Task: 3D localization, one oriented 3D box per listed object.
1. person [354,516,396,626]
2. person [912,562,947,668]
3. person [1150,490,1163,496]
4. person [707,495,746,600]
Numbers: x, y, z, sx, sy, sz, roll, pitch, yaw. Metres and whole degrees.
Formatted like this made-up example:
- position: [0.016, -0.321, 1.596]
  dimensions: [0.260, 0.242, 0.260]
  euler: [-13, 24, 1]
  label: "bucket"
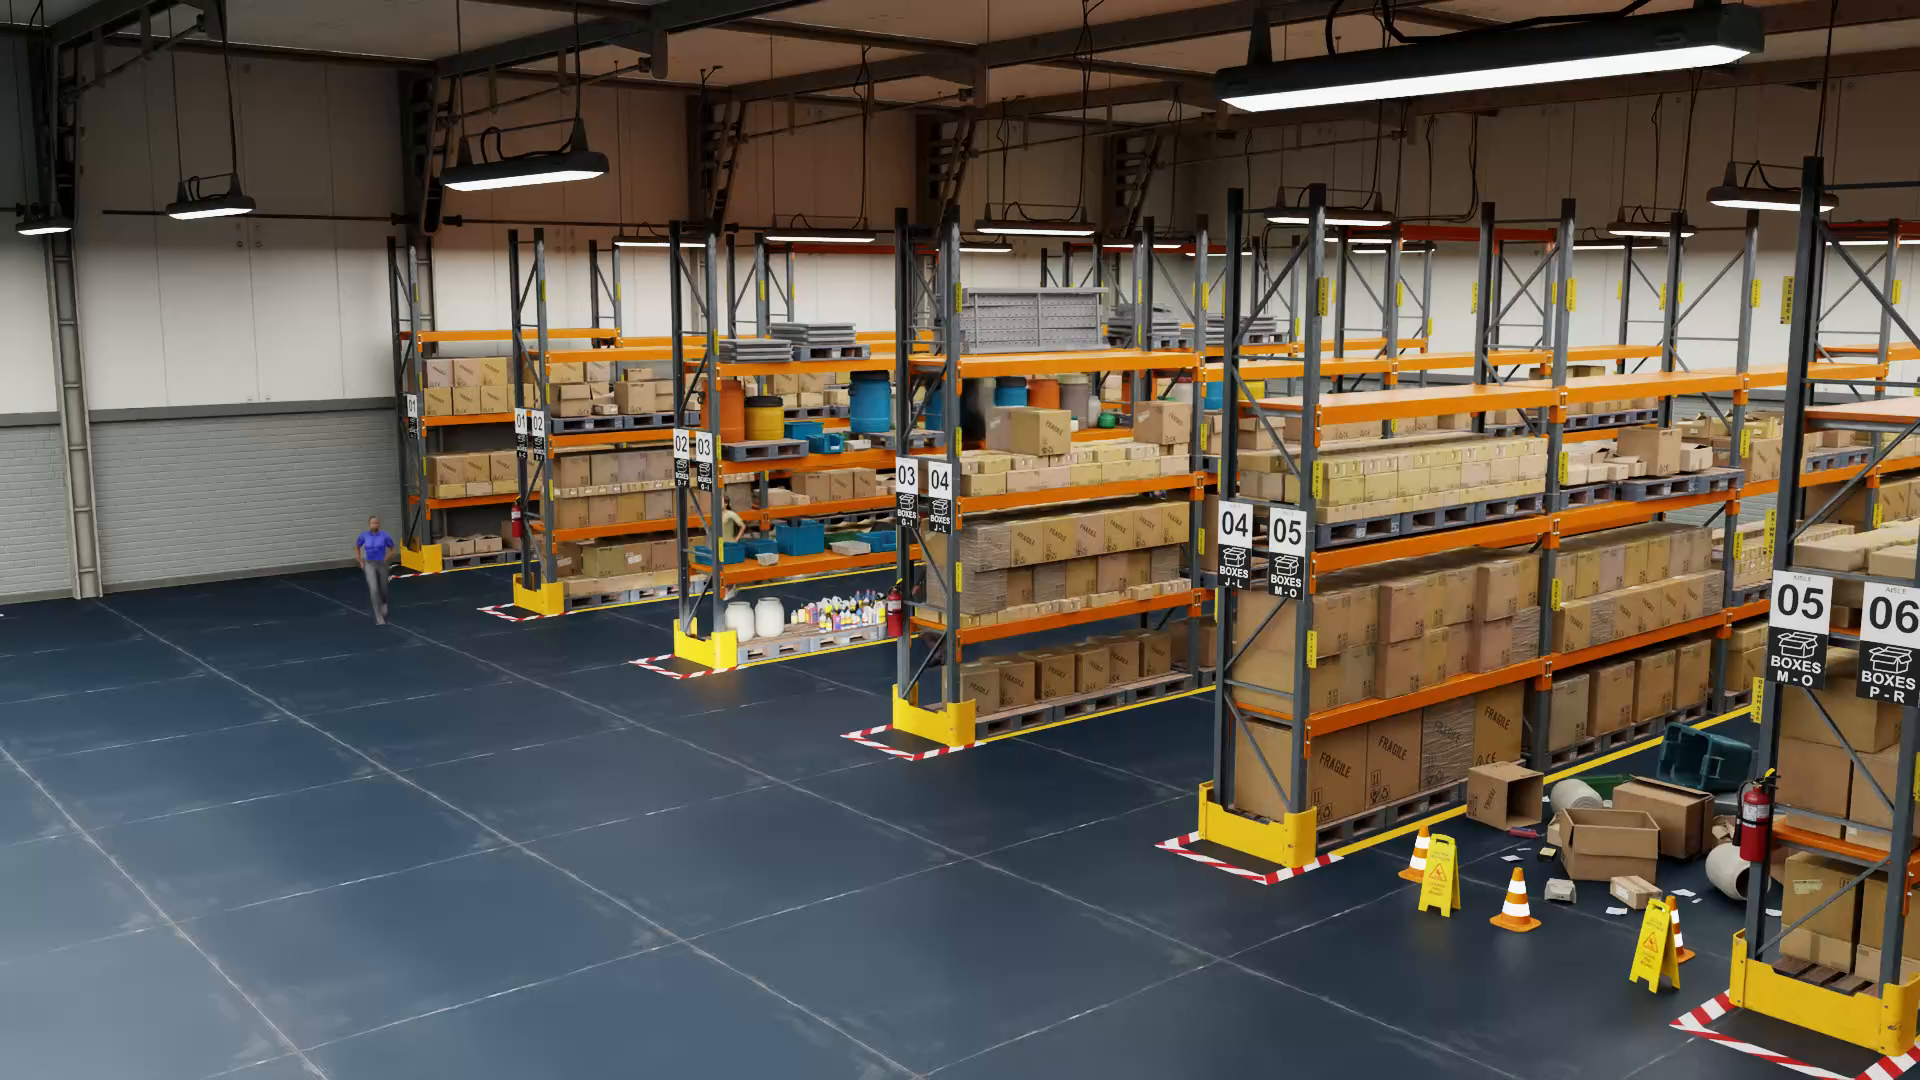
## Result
- position: [-8.976, 0.441, 25.582]
  dimensions: [0.598, 1.653, 0.857]
  euler: [-4, 9, -22]
  label: "person"
- position: [-0.339, 0.797, 21.233]
  dimensions: [0.527, 1.693, 0.659]
  euler: [-6, 11, -35]
  label: "person"
- position: [3.922, -0.668, 32.739]
  dimensions: [0.548, 1.658, 0.612]
  euler: [-9, 12, -44]
  label: "person"
- position: [-3.668, 0.123, 25.738]
  dimensions: [0.589, 1.644, 0.490]
  euler: [6, 11, 35]
  label: "person"
